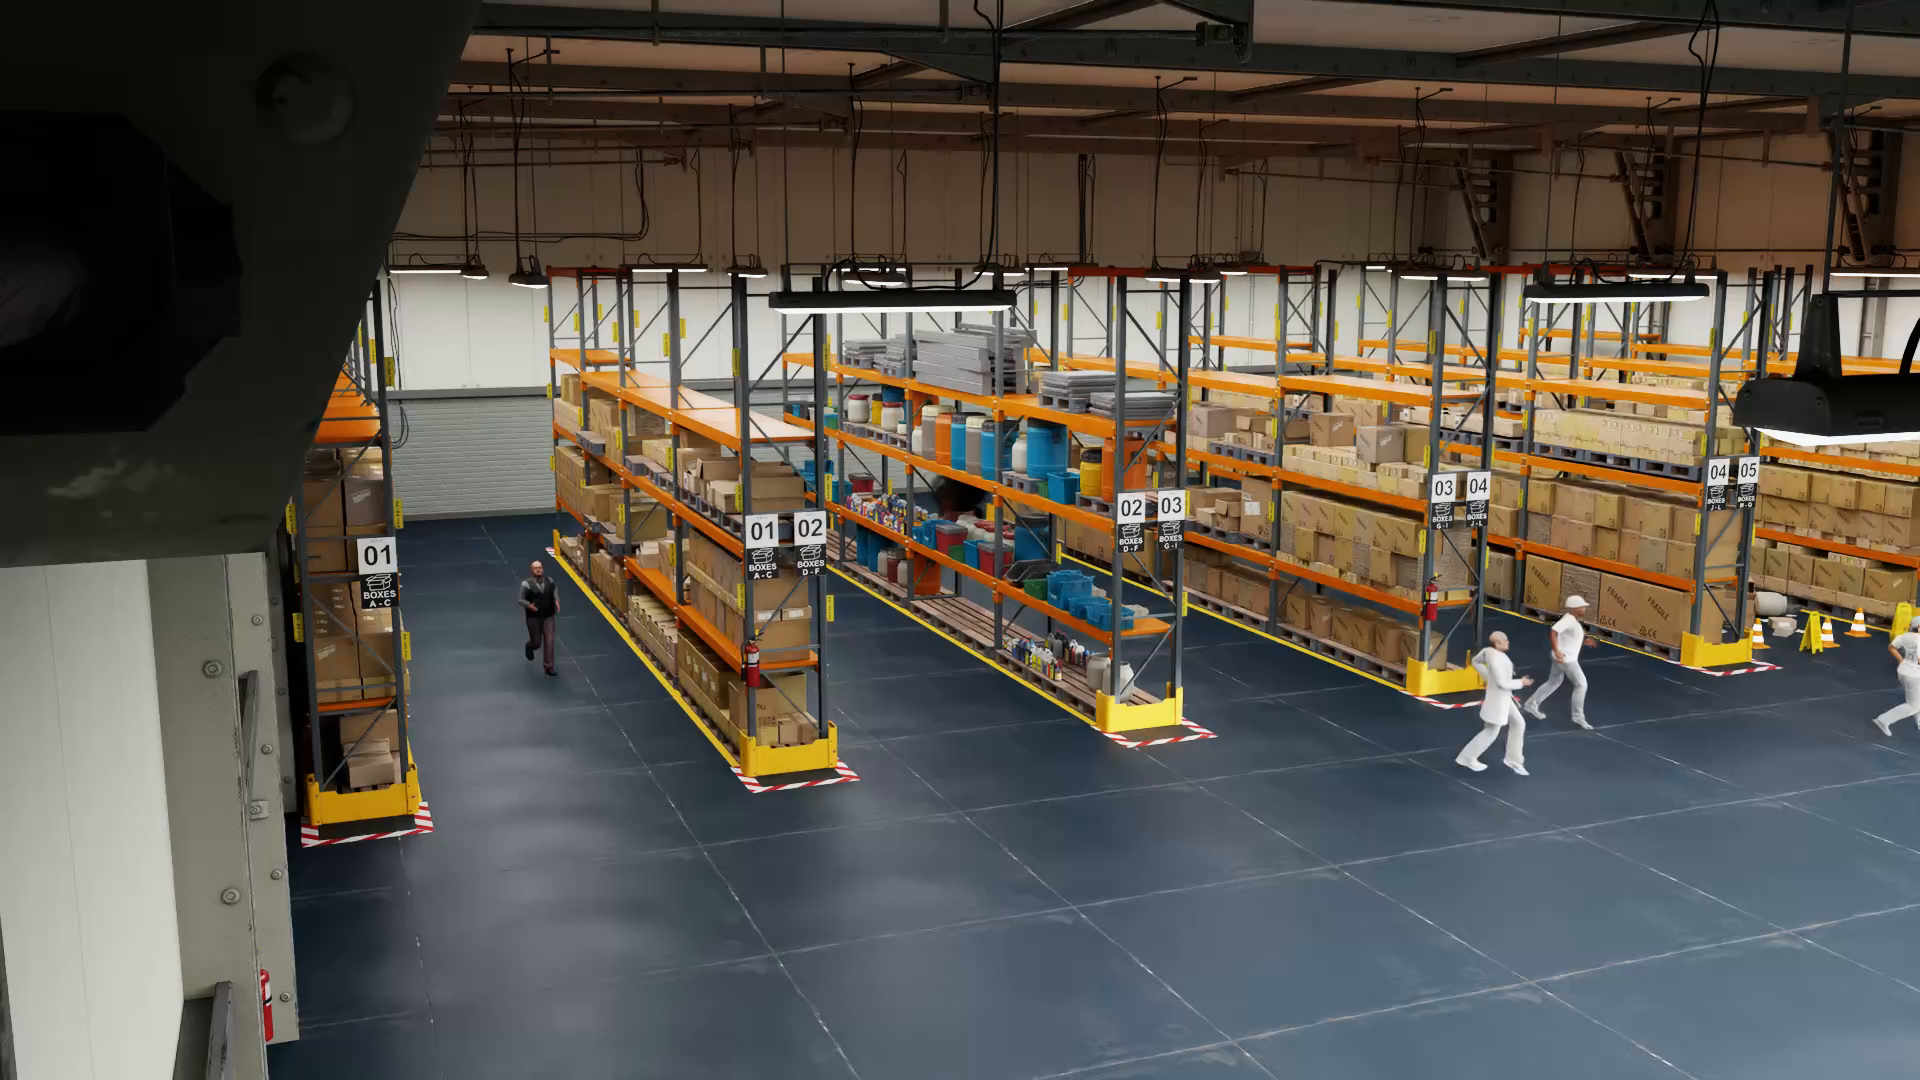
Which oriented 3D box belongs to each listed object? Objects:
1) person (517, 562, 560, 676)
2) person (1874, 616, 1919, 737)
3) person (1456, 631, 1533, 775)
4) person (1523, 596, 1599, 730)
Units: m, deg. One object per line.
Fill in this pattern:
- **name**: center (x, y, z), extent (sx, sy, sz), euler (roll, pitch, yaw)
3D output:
- **person**: center (-6.316, 1.163, 25.076), extent (0.676, 1.689, 0.971), euler (-6, 12, -31)
- **person**: center (12.321, 1.797, 21.483), extent (0.924, 1.666, 0.606), euler (1, 10, 7)
- **person**: center (6.522, 1.993, 20.233), extent (0.875, 1.823, 0.726), euler (3, 10, 16)
- **person**: center (8.082, 1.625, 22.302), extent (0.915, 1.802, 0.617), euler (2, 10, 11)
